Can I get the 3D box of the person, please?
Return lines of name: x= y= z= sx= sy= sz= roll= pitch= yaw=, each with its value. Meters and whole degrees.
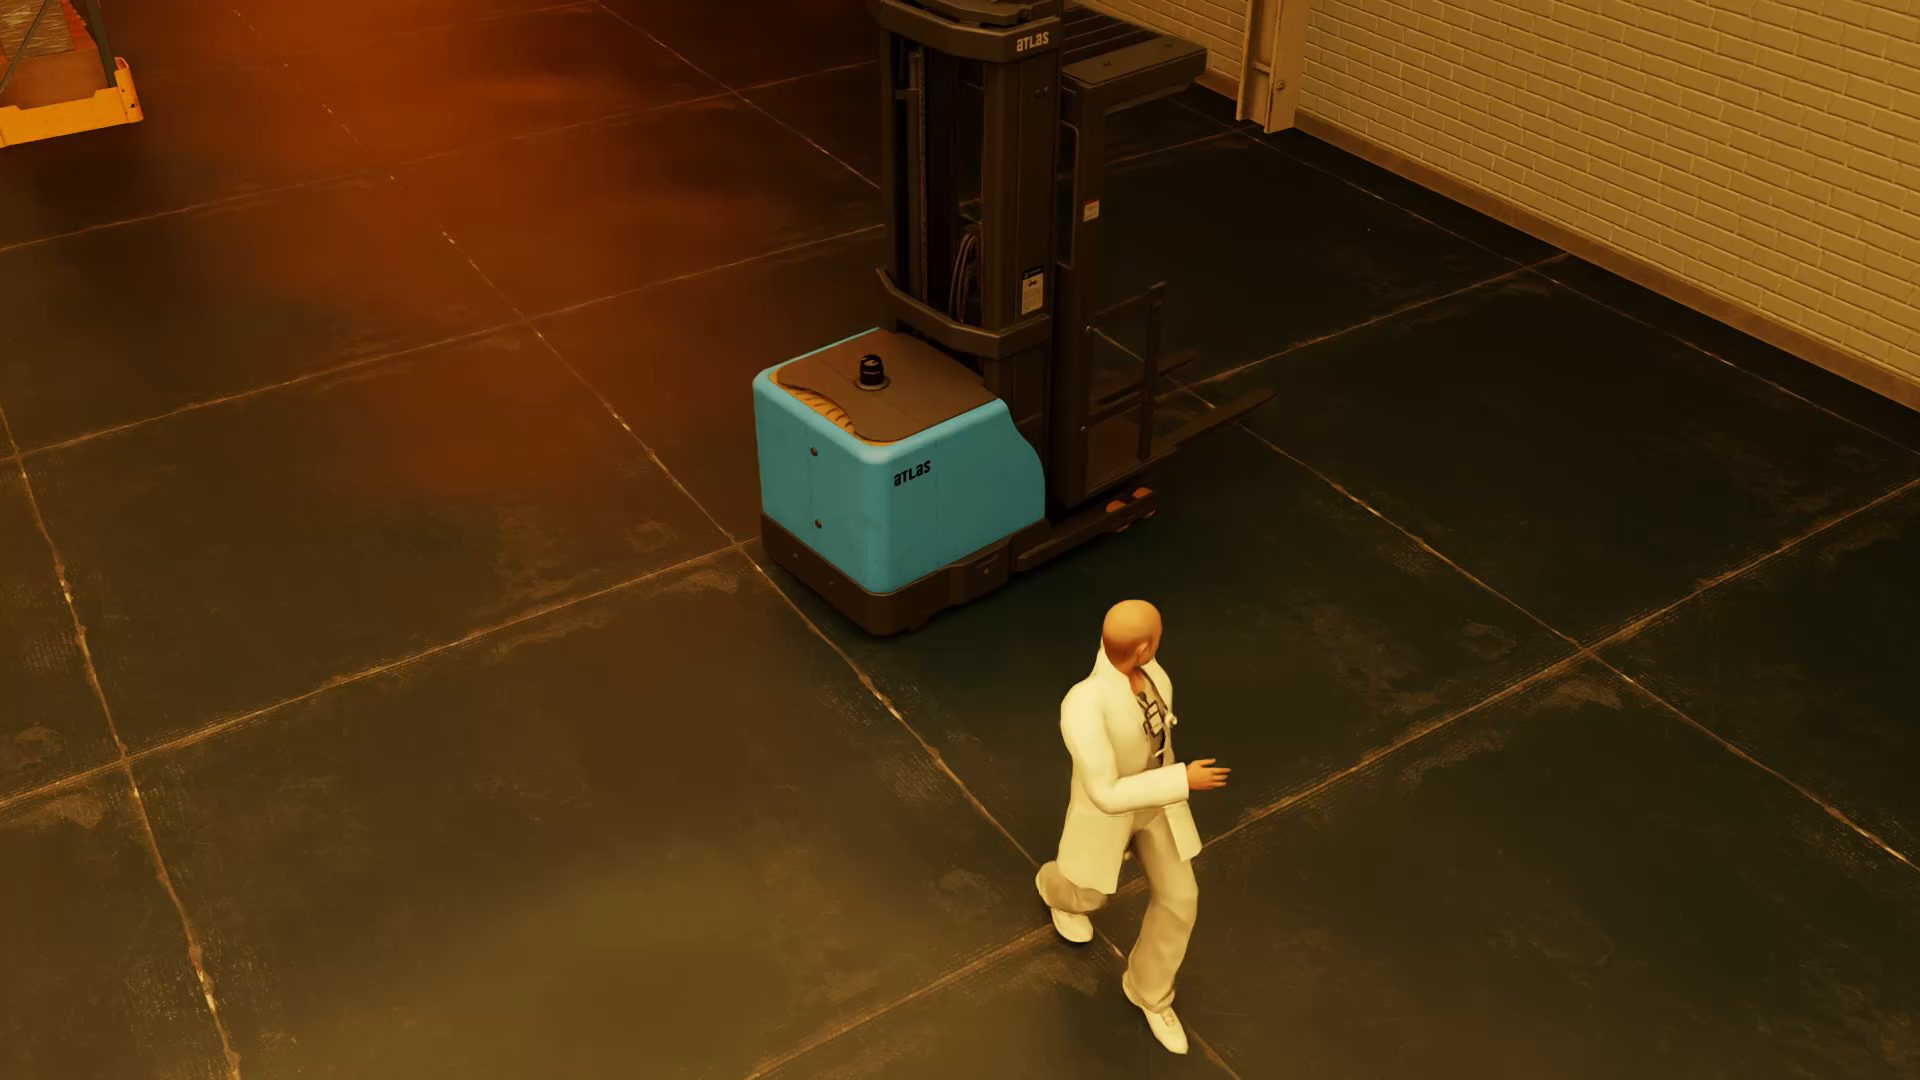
person: x=0.592 y=0.932 z=5.937 sx=0.607 sy=1.706 sz=1.007 roll=-21 pitch=40 yaw=-27

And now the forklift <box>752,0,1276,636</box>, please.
forklift: x=0.439 y=-1.450 z=8.211 sx=3.031 sy=2.935 sz=1.130 roll=-26 pitch=43 yaw=-32
